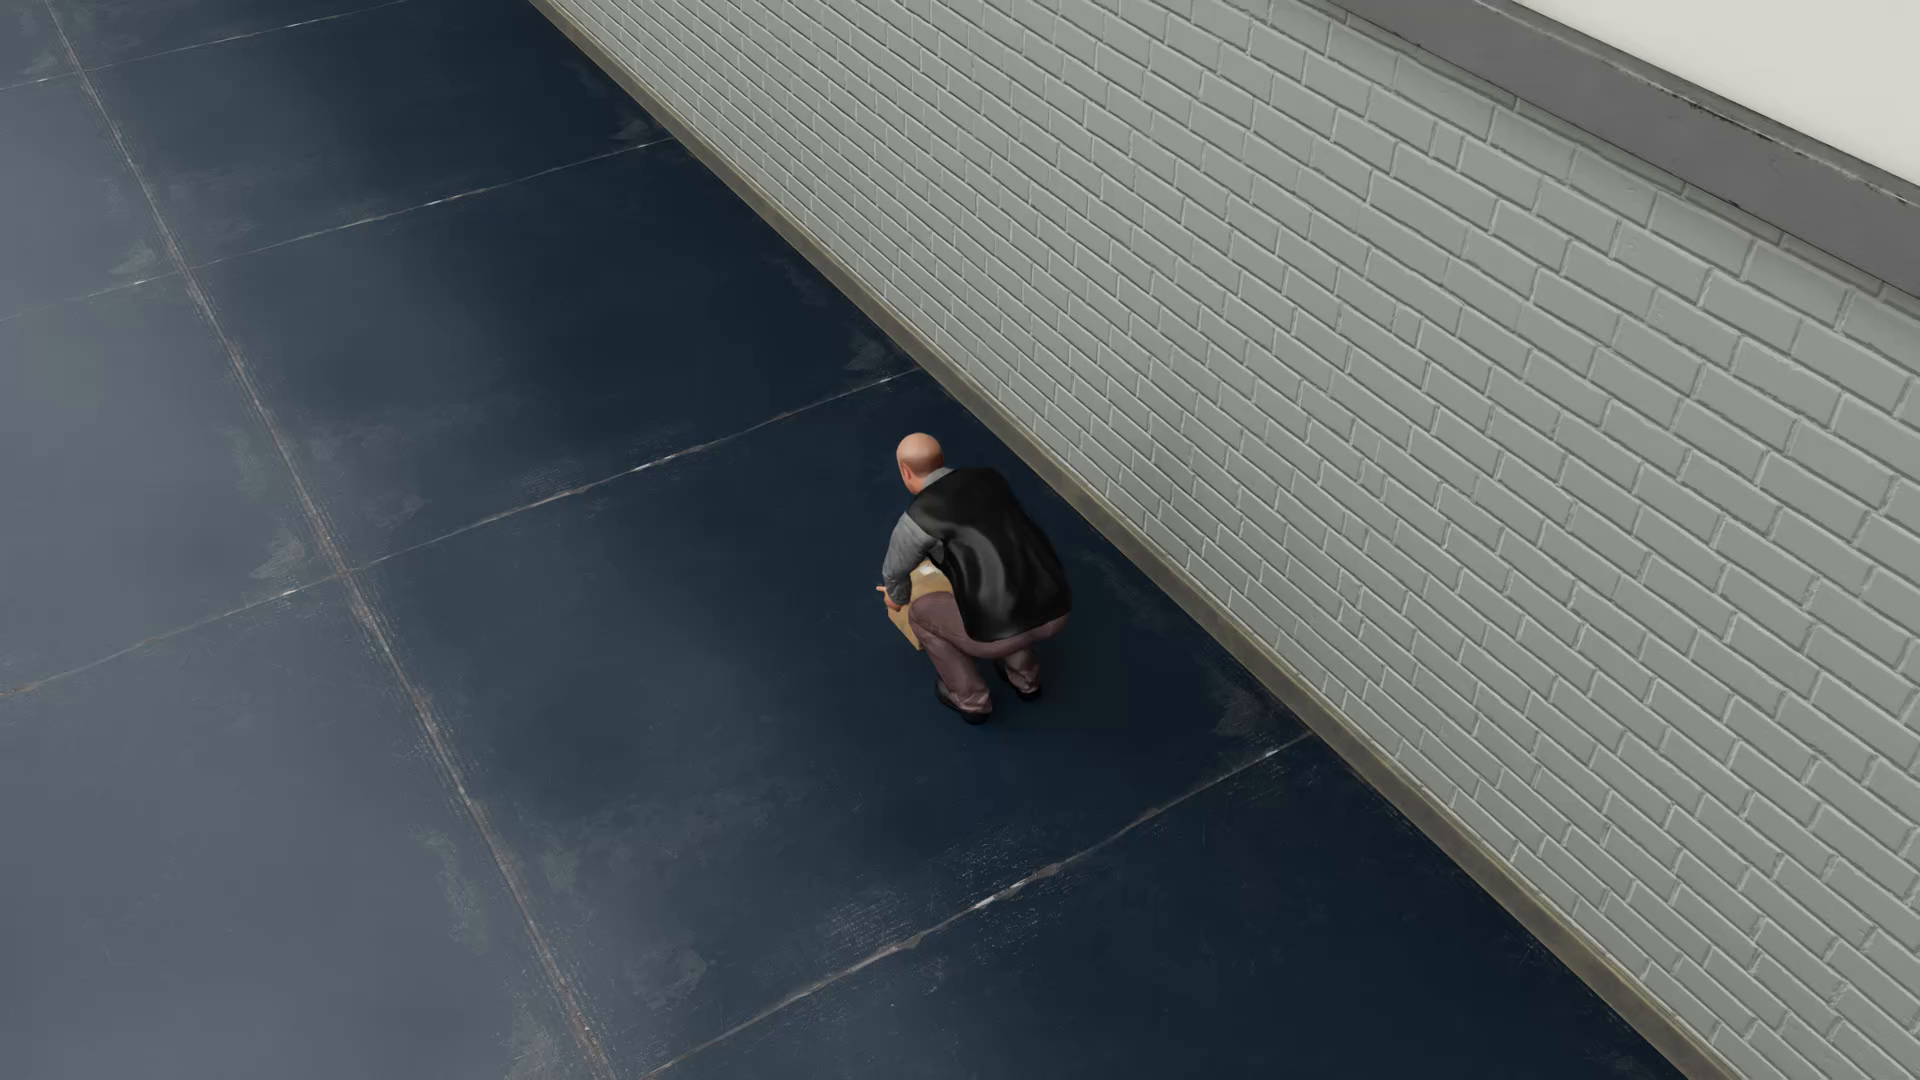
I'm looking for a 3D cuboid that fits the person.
[{"bbox_3d":[0.037,0.178,6.482,0.555,1.058,0.843,-23,45,-24],"label":"person"}]
